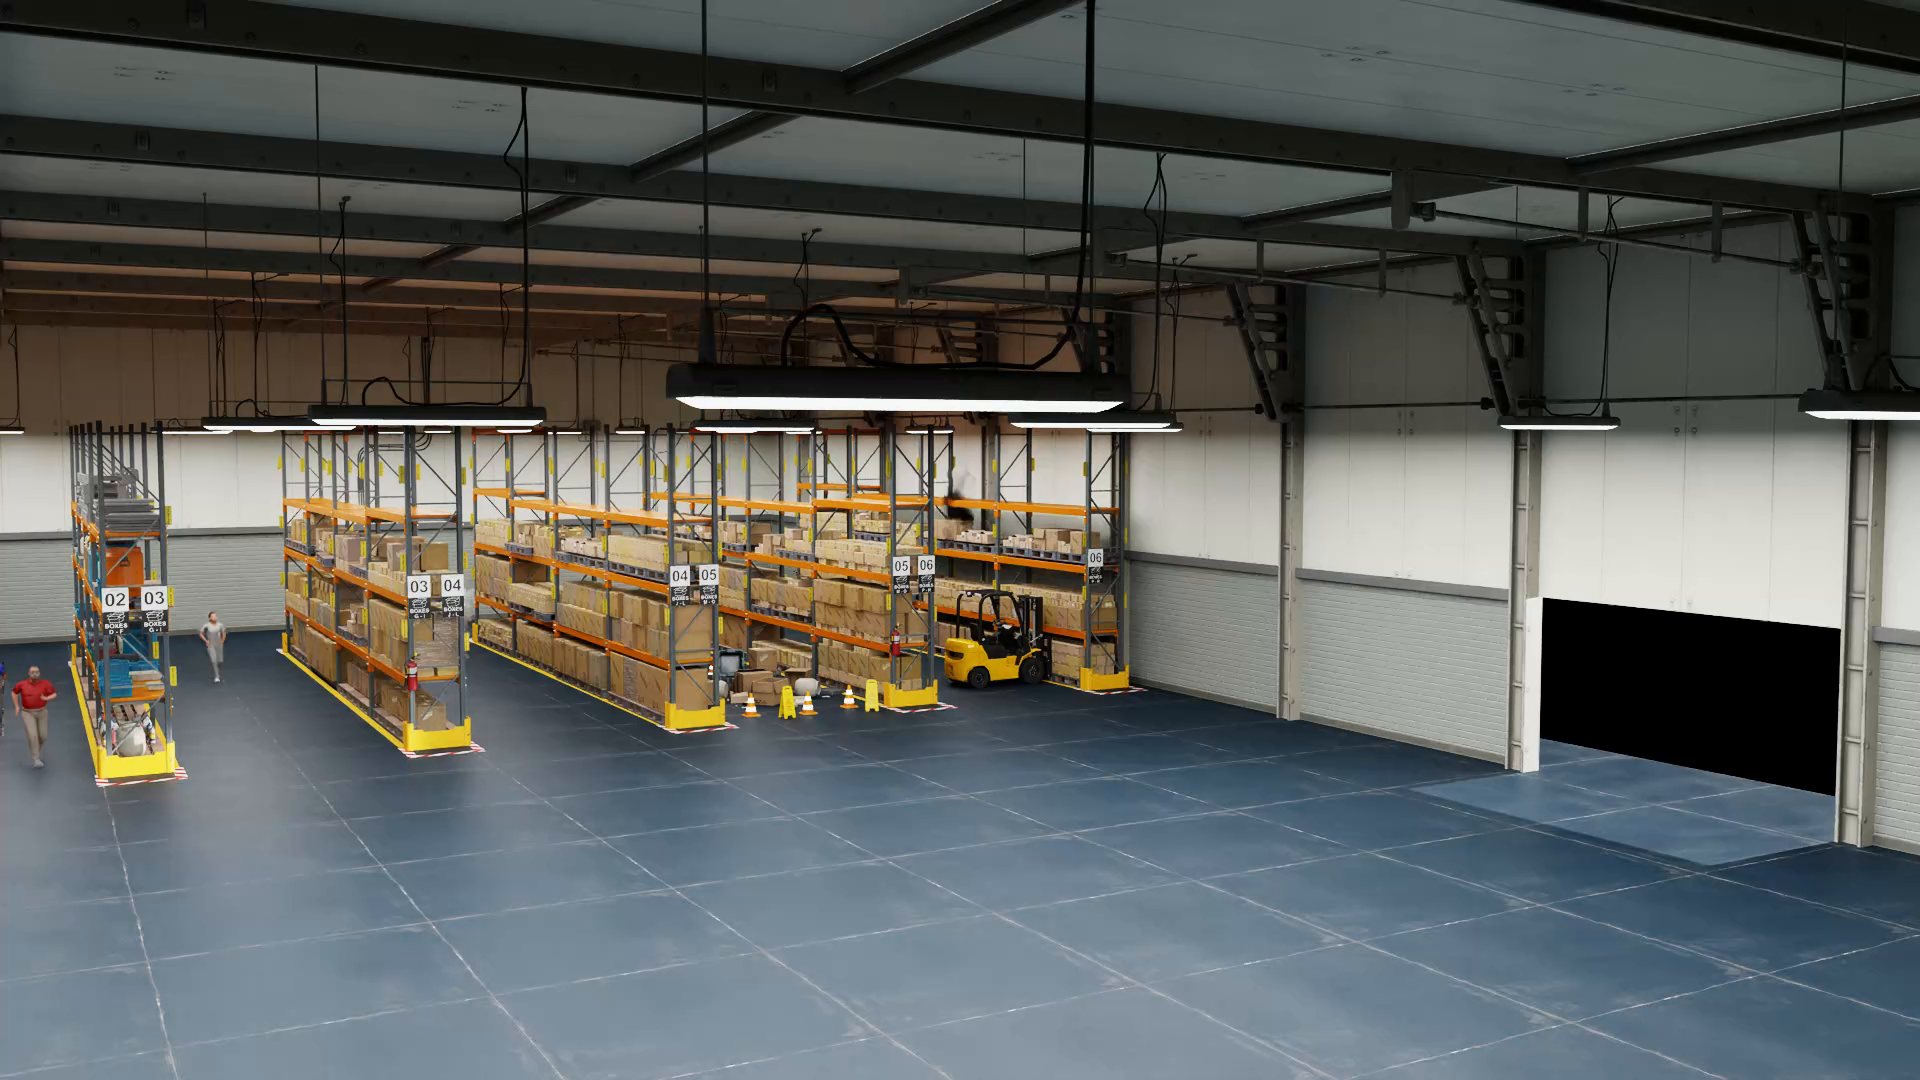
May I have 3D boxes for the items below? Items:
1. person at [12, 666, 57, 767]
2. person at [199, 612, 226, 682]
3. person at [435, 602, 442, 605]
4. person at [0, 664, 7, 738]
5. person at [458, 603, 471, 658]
[{"bbox_3d":[-16.119,3.046,28.991,0.663,1.713,0.934,-3,4,-37],"label":"person"},{"bbox_3d":[-17.520,2.497,39.021,0.578,1.642,0.572,-3,4,-36],"label":"person"},{"bbox_3d":[-14.029,2.151,44.764,0.665,1.652,0.674,-1,4,-17],"label":"person"},{"bbox_3d":[-18.427,2.950,31.674,0.558,1.685,0.667,-3,4,-37],"label":"person"},{"bbox_3d":[-12.950,2.202,43.112,0.584,1.645,0.973,-2,4,-32],"label":"person"}]
